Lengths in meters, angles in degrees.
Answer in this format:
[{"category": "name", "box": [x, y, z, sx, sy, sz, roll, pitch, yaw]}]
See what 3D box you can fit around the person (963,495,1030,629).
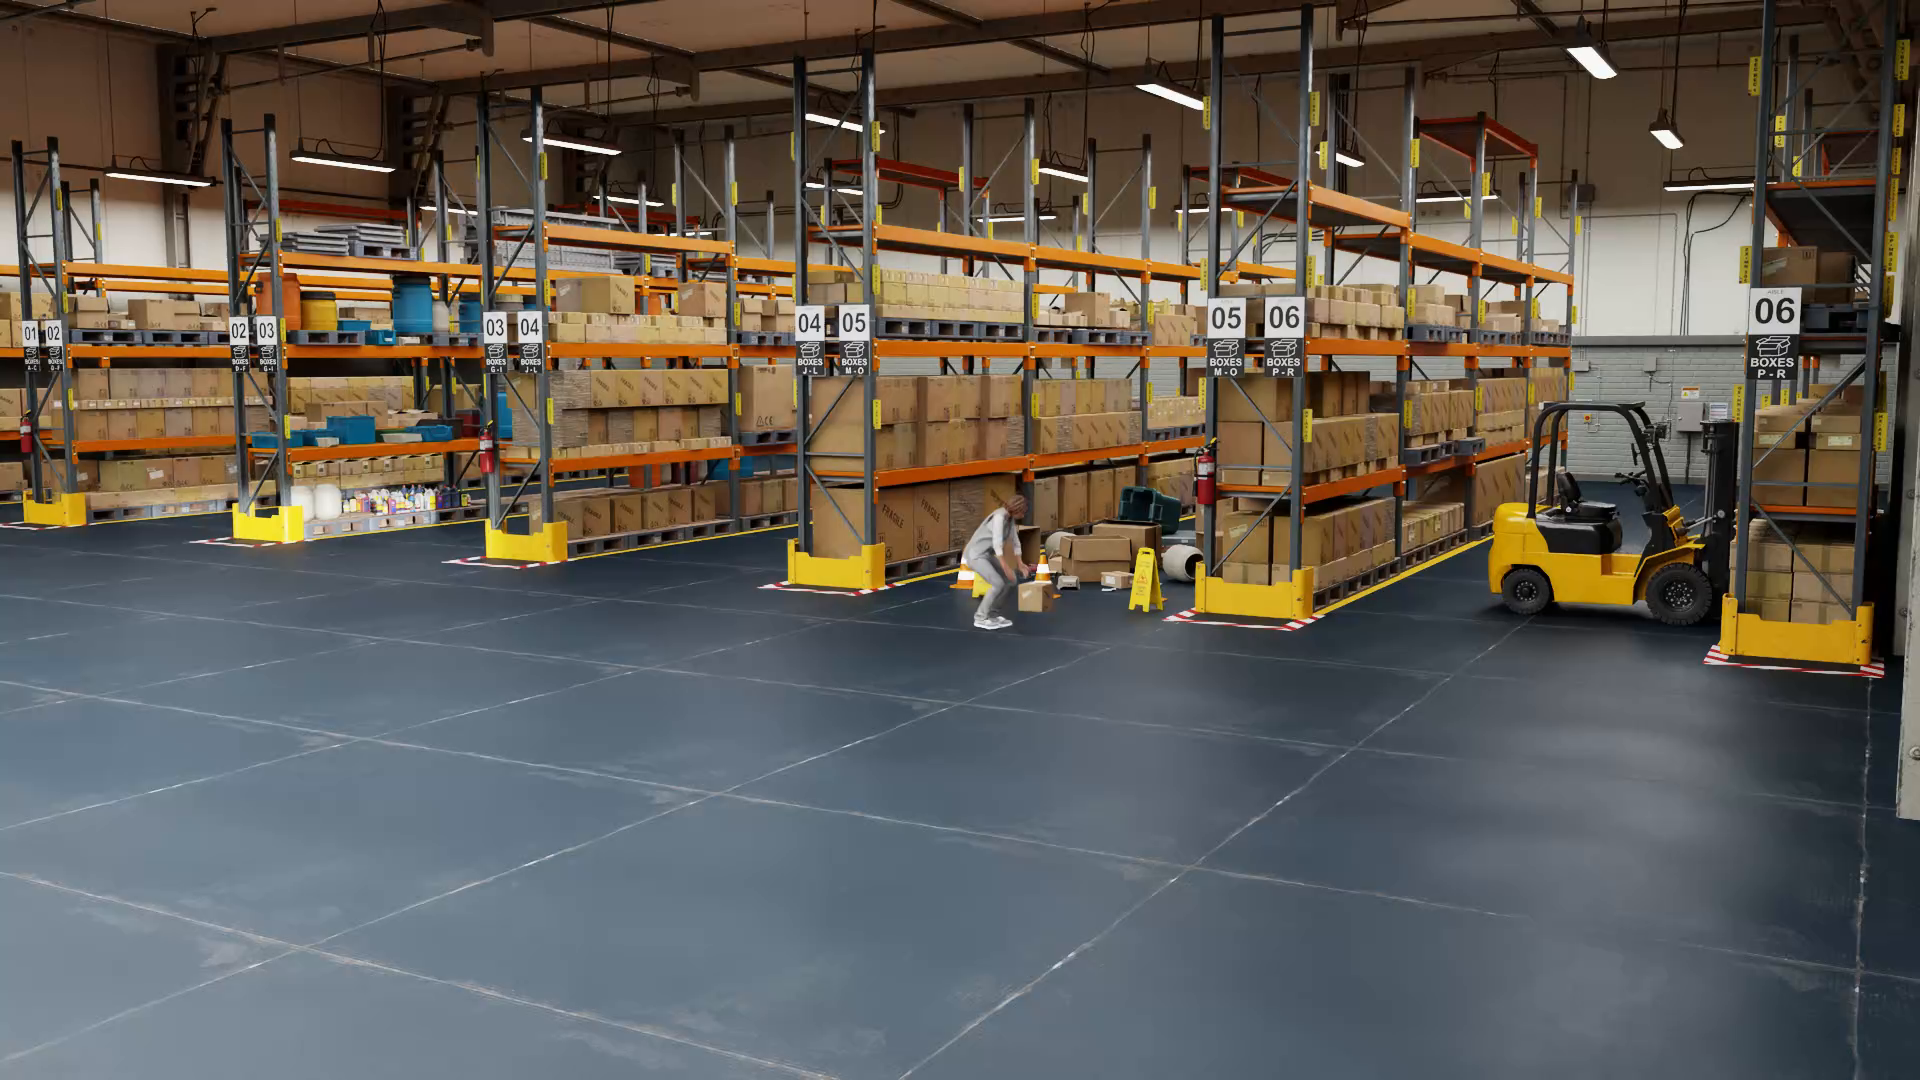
[{"category": "person", "box": [0.365, 0.210, 16.115, 0.656, 1.284, 0.463, 3, 7, 29]}]
